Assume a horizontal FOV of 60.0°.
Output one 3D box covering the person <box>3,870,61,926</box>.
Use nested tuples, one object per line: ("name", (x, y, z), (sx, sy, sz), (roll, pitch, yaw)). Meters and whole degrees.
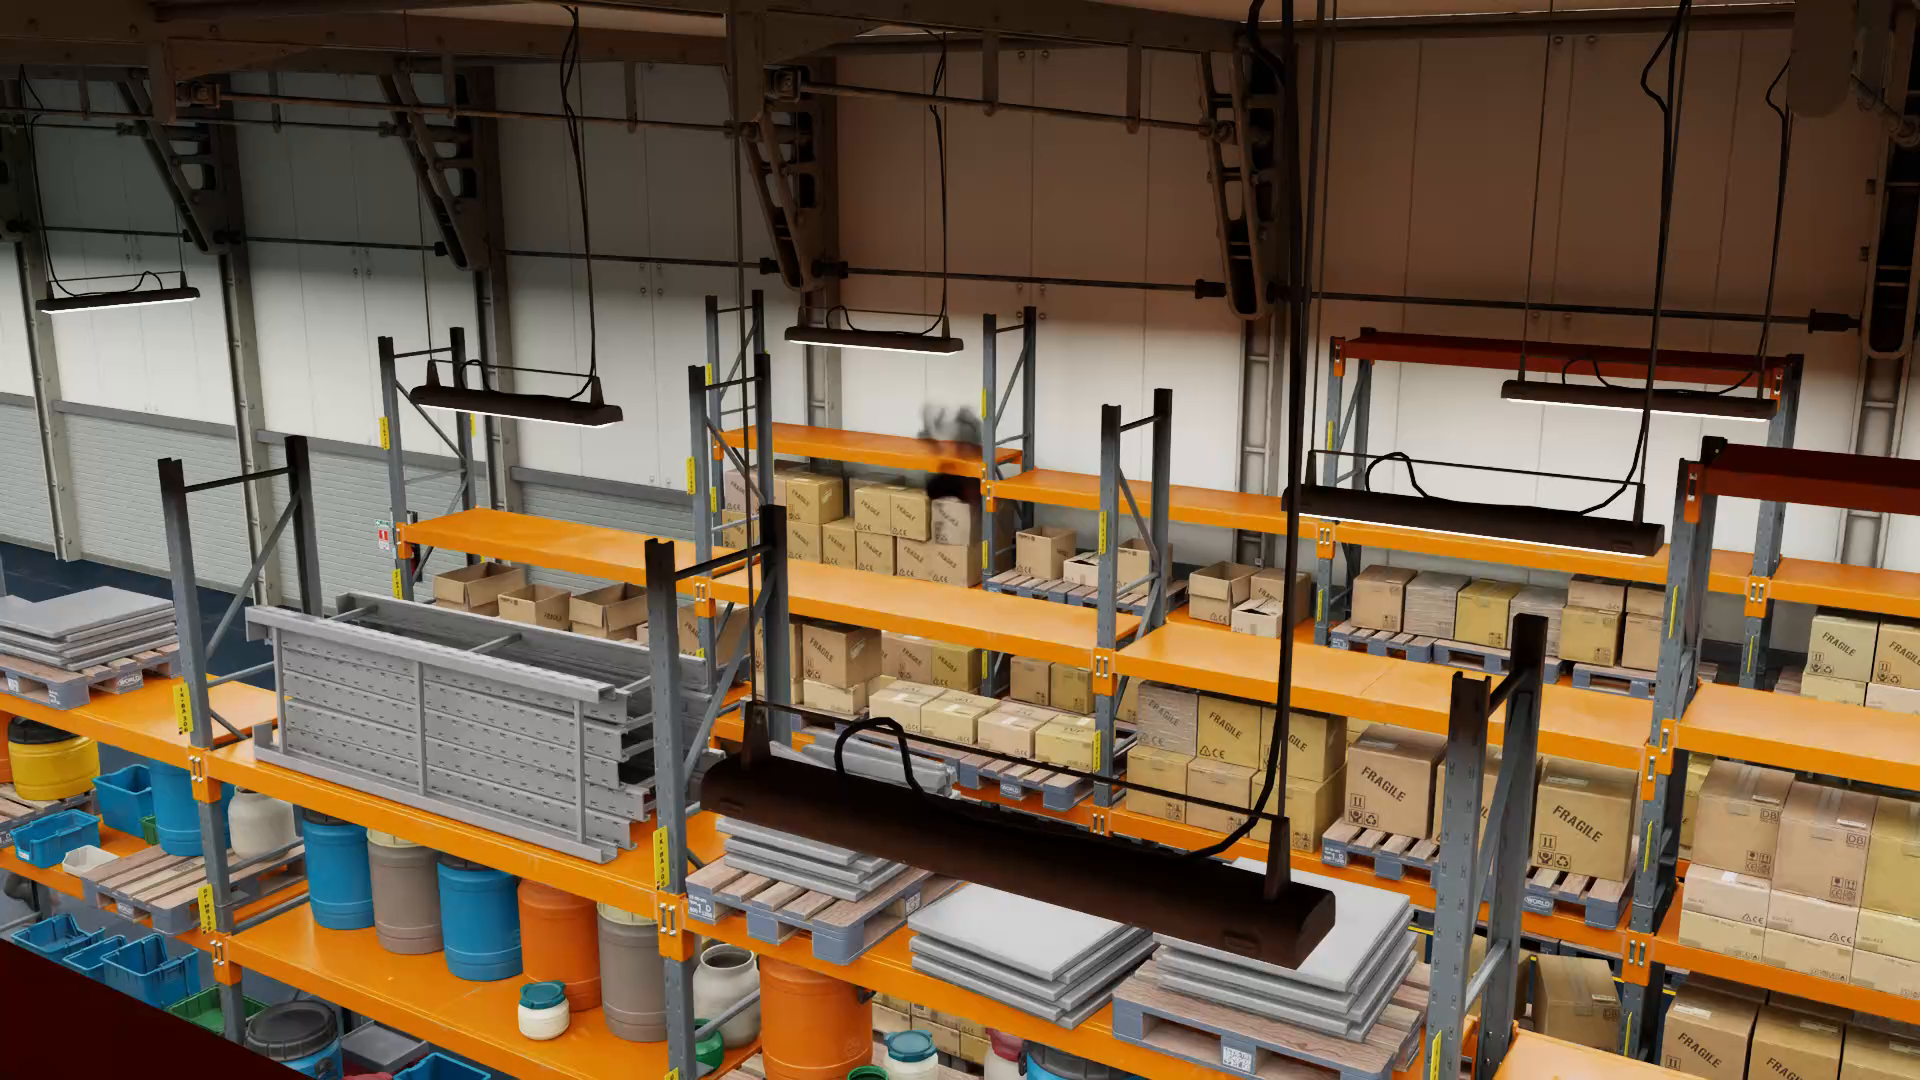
("person", (-9.590, 3.194, 16.996), (0.568, 1.597, 0.570), (-9, 17, -33))
